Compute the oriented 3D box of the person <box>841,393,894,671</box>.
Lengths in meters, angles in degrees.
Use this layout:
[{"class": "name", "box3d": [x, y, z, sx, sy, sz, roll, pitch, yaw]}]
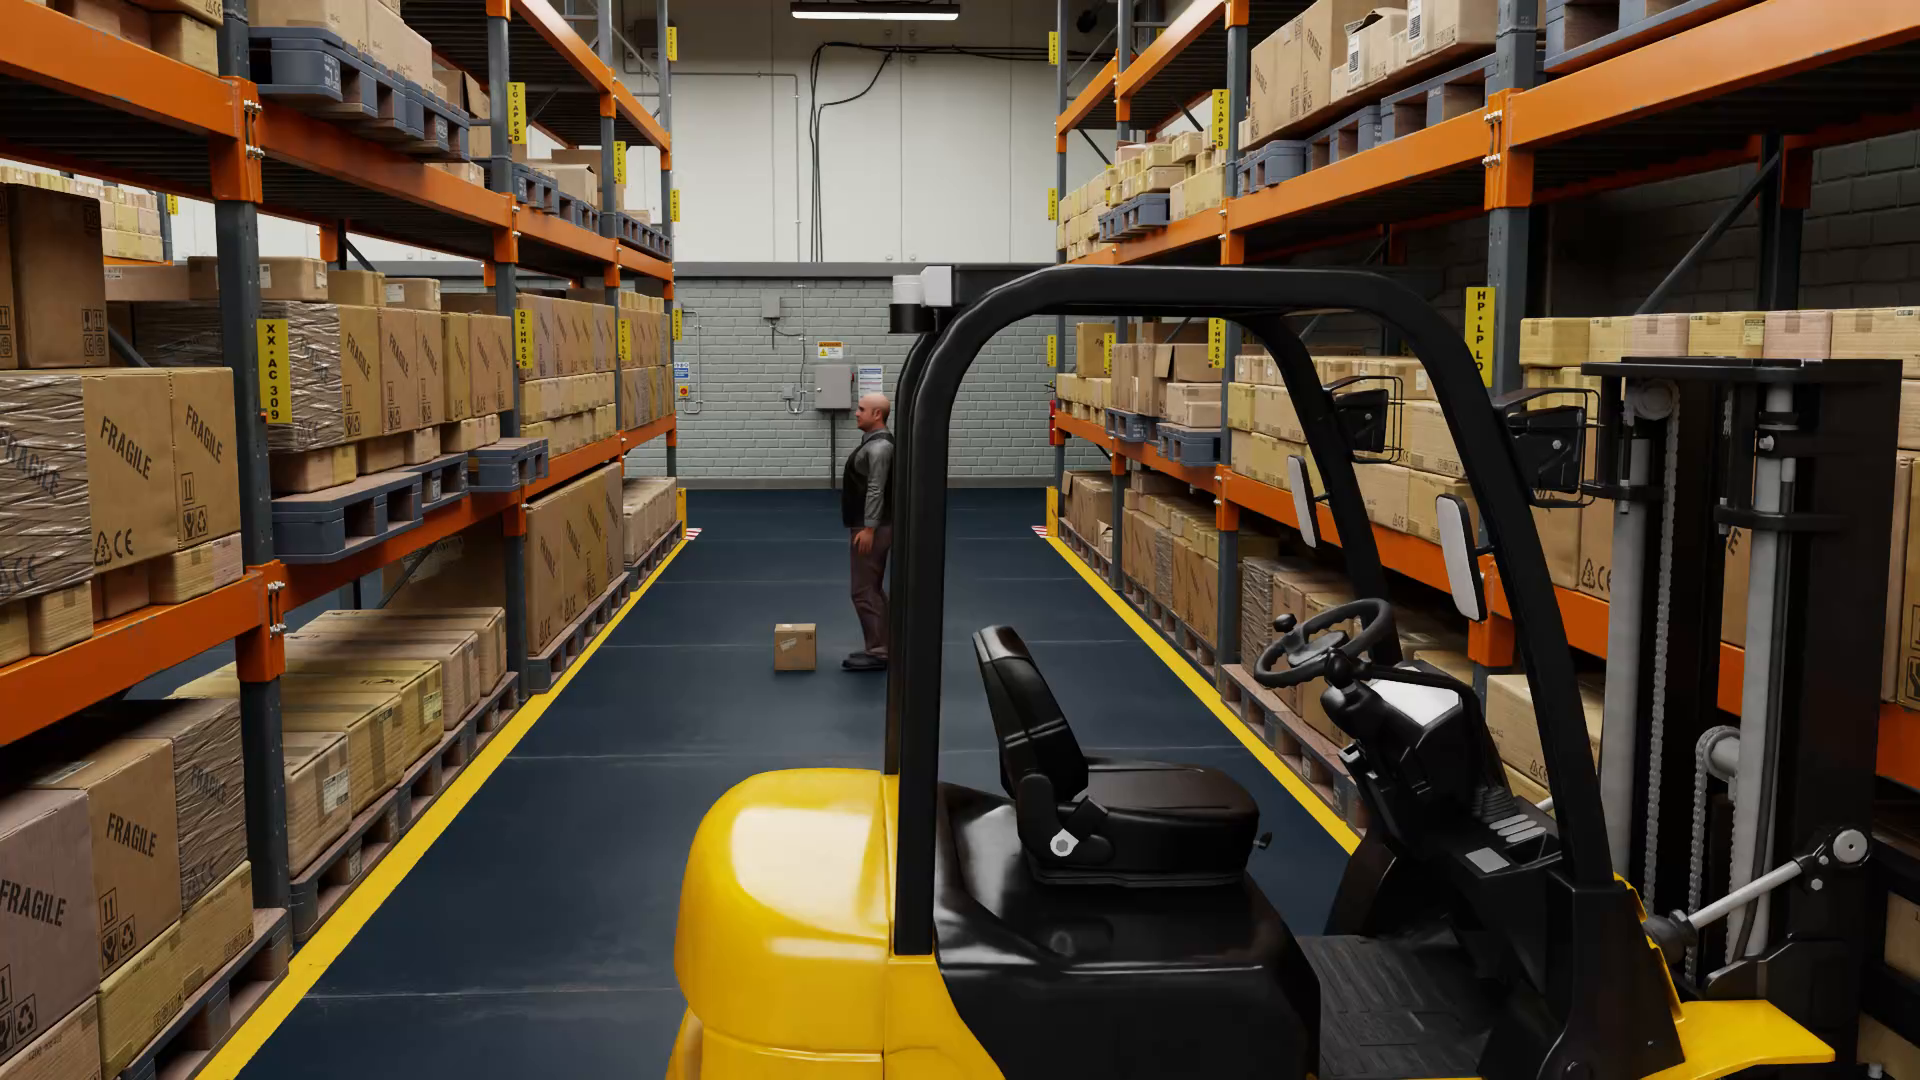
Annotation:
[{"class": "person", "box3d": [-0.561, -0.057, 10.355, 0.355, 1.716, 0.531, 0, 7, -2]}]
